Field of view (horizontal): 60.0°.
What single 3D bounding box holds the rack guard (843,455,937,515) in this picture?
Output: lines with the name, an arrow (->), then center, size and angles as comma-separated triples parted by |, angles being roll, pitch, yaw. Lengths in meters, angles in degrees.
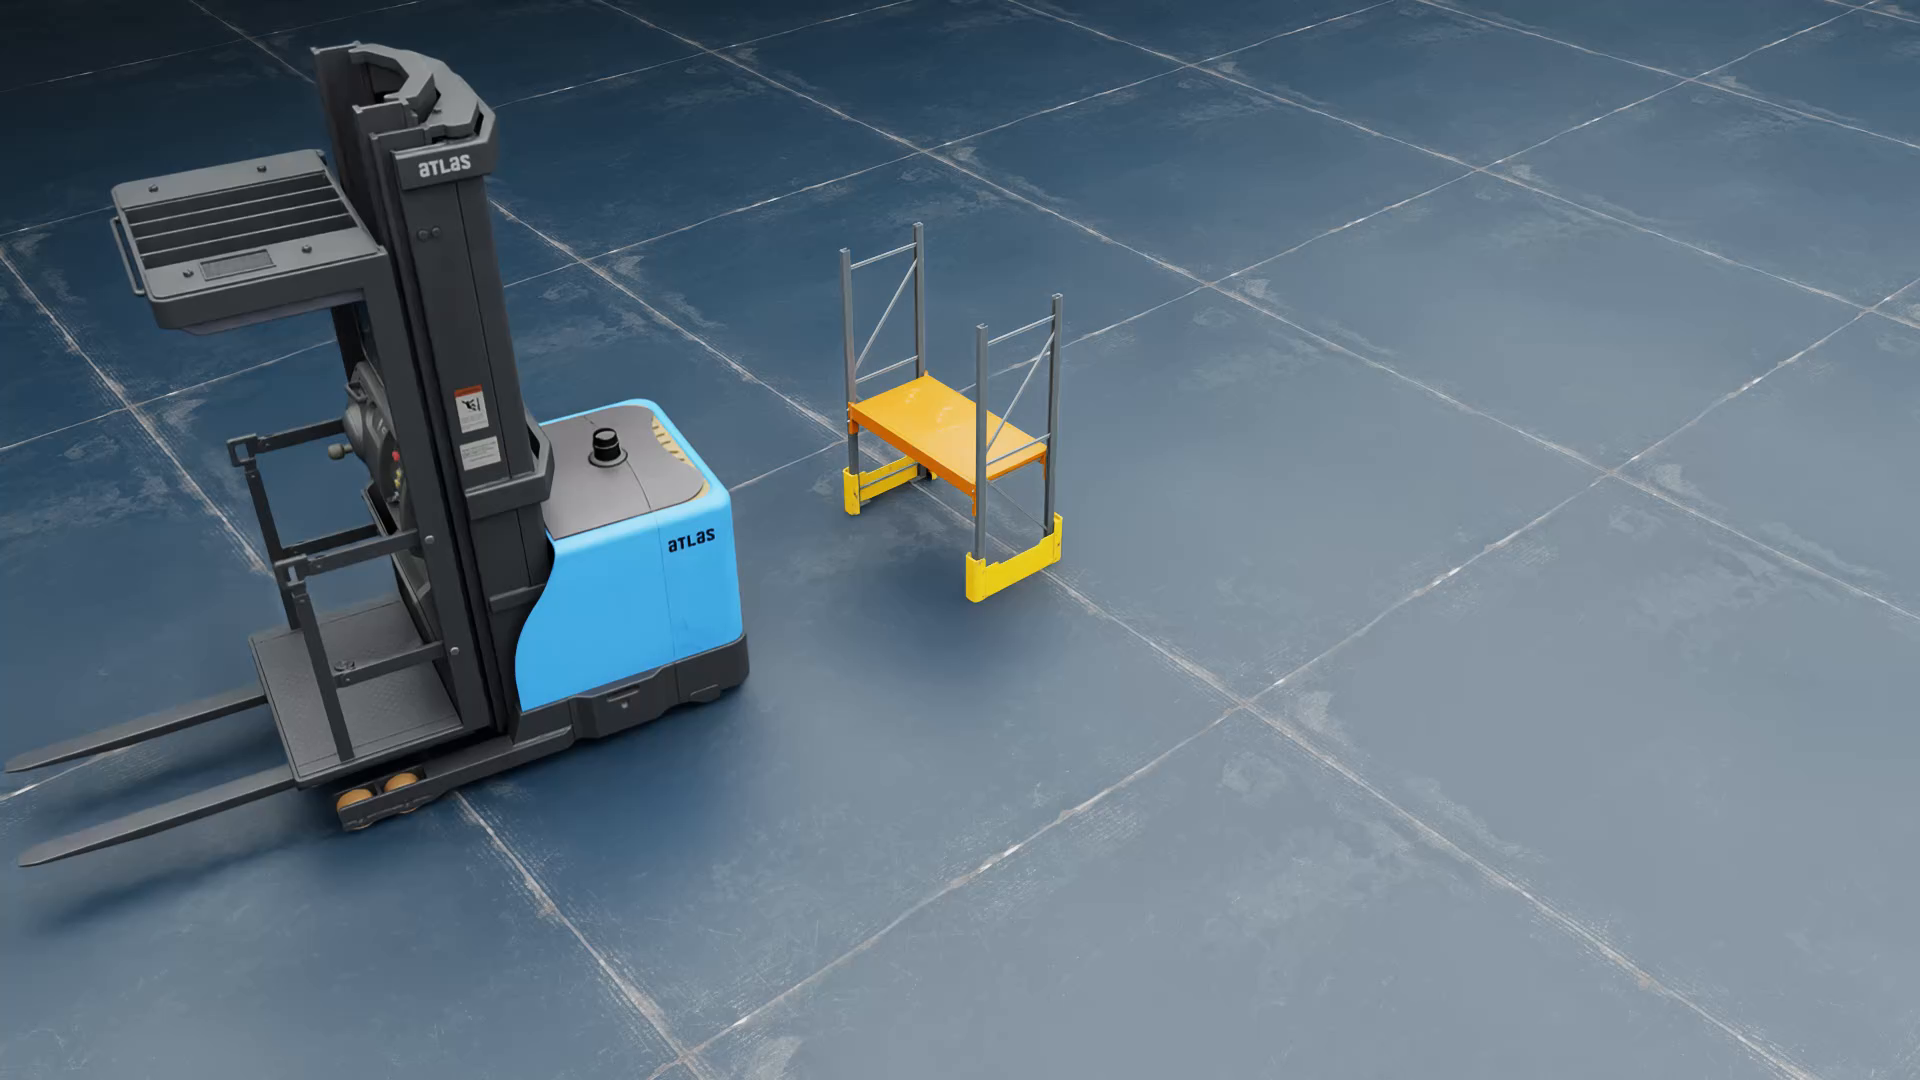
rack guard -> -0.371, -0.356, 8.937 | 0.587, 0.250, 0.087 | -26, 43, -32

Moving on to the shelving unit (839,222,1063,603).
shelving unit -> -0.049, -0.646, 8.265 | 0.587, 1.500, 1.083 | -26, 43, -32

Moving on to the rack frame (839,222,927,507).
rack frame -> -0.383, -0.874, 8.588 | 0.500, 1.500, 0.032 | -26, 43, -32

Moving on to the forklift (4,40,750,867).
forklift -> -2.509, -0.339, 6.594 | 3.031, 2.935, 1.130 | -18, 39, -24

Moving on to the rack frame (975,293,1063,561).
rack frame -> 0.273, -0.425, 7.954 | 0.500, 1.500, 0.032 | -26, 43, -32

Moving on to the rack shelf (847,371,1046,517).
rack shelf -> -0.055, -0.503, 8.375 | 0.538, 0.185, 1.000 | -26, 43, -32

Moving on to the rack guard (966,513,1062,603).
rack guard -> 0.272, 0.084, 8.316 | 0.587, 0.250, 0.087 | -26, 43, -32
